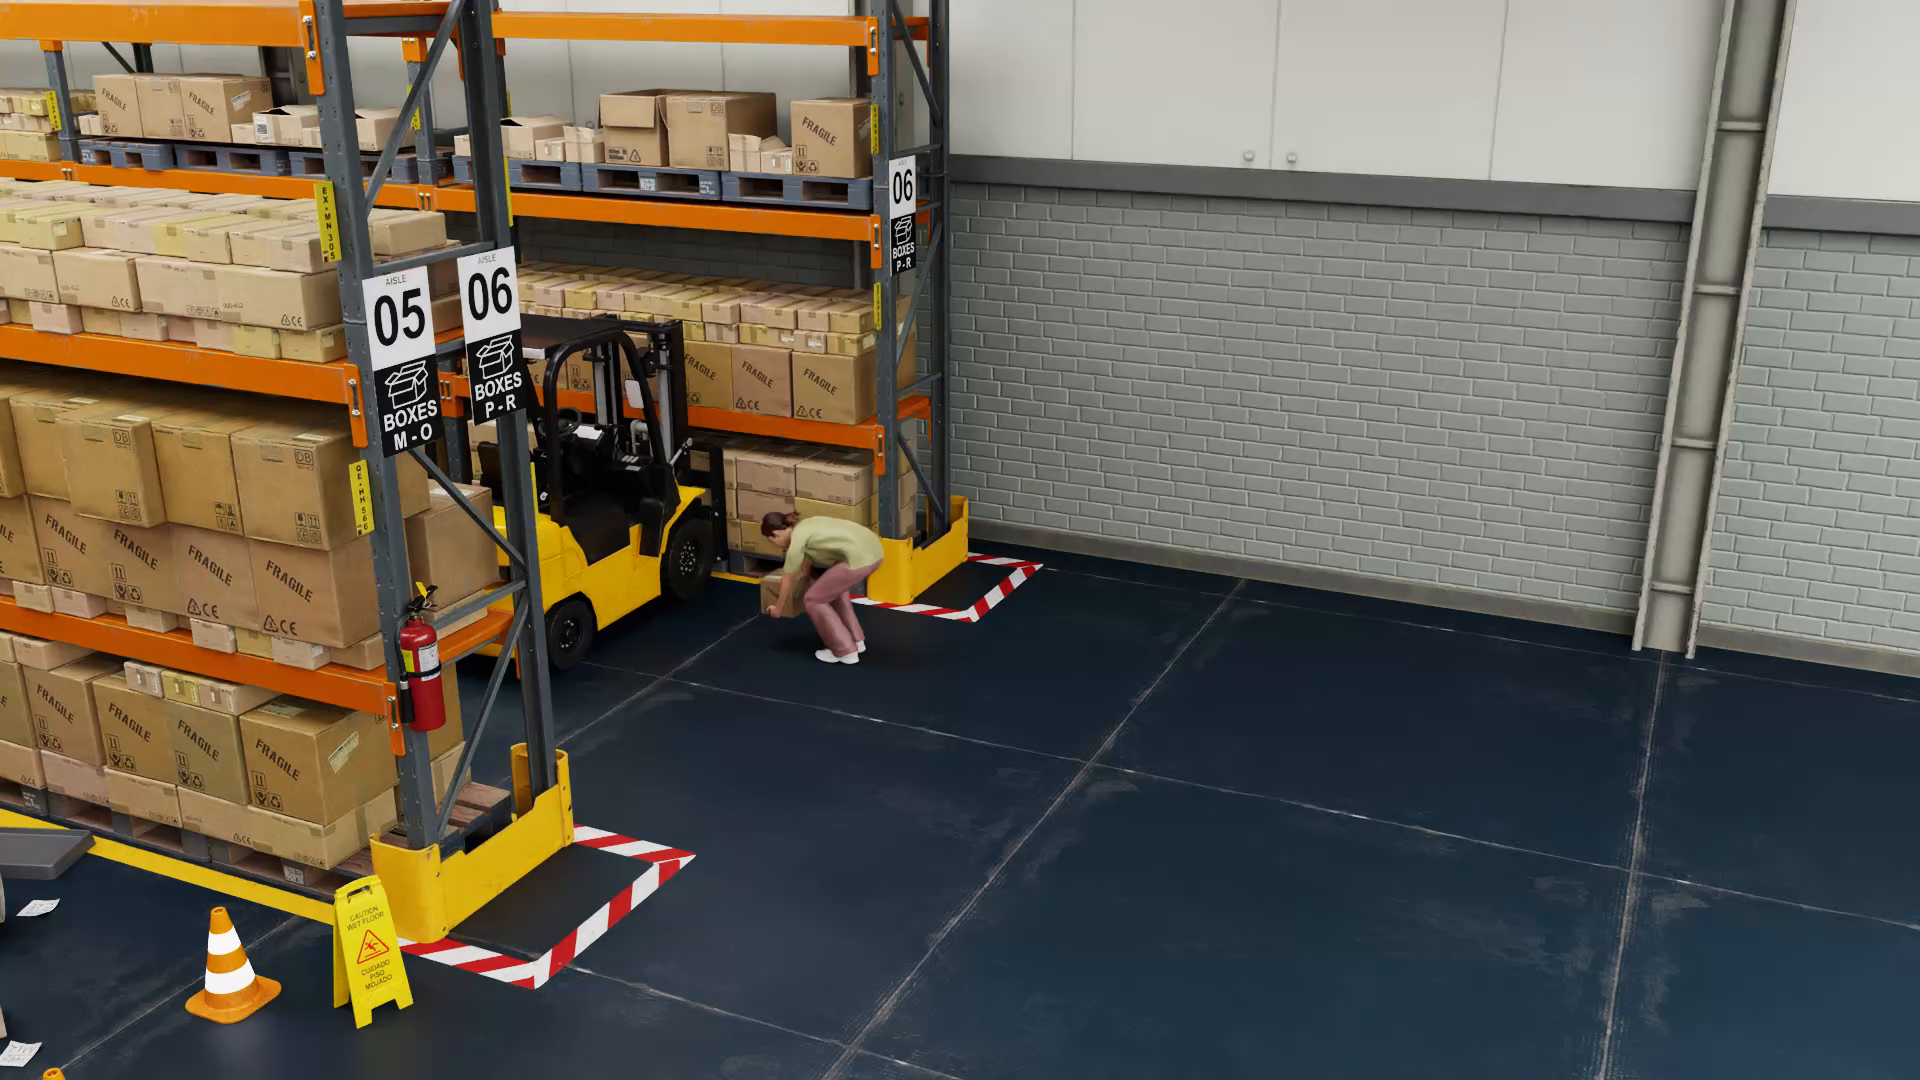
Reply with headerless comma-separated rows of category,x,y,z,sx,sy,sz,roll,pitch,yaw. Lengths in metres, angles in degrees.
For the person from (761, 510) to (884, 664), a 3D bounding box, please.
person,-0.938,0.305,11.256,0.867,0.975,0.464,7,20,20
